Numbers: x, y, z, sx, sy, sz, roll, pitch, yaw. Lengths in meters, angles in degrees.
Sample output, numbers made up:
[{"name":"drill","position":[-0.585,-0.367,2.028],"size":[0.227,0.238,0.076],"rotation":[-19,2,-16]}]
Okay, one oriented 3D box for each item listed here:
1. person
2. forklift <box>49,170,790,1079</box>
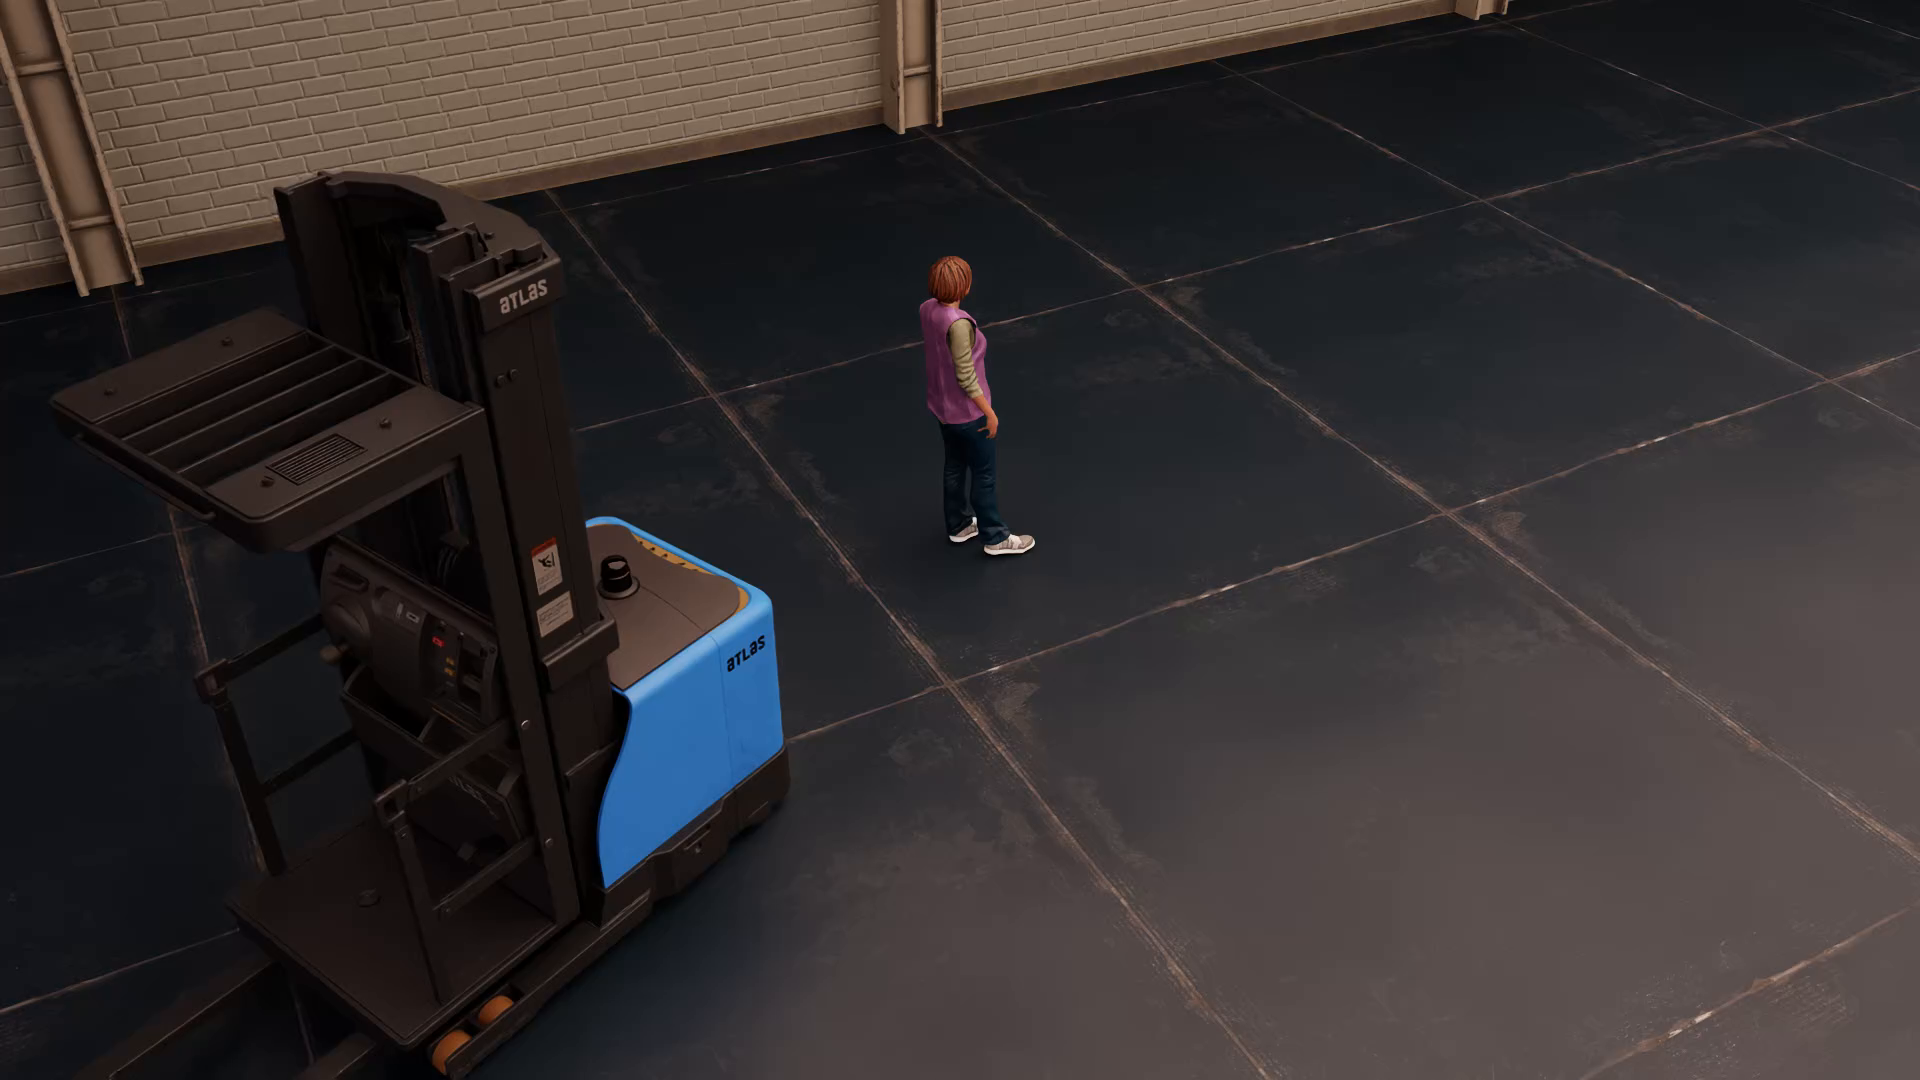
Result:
[{"name":"person","position":[0.073,-0.671,8.215],"size":[0.473,1.599,0.520],"rotation":[-17,39,-23]},{"name":"forklift","position":[-2.017,0.400,5.558],"size":[1.130,2.935,3.031],"rotation":[24,42,30]}]
